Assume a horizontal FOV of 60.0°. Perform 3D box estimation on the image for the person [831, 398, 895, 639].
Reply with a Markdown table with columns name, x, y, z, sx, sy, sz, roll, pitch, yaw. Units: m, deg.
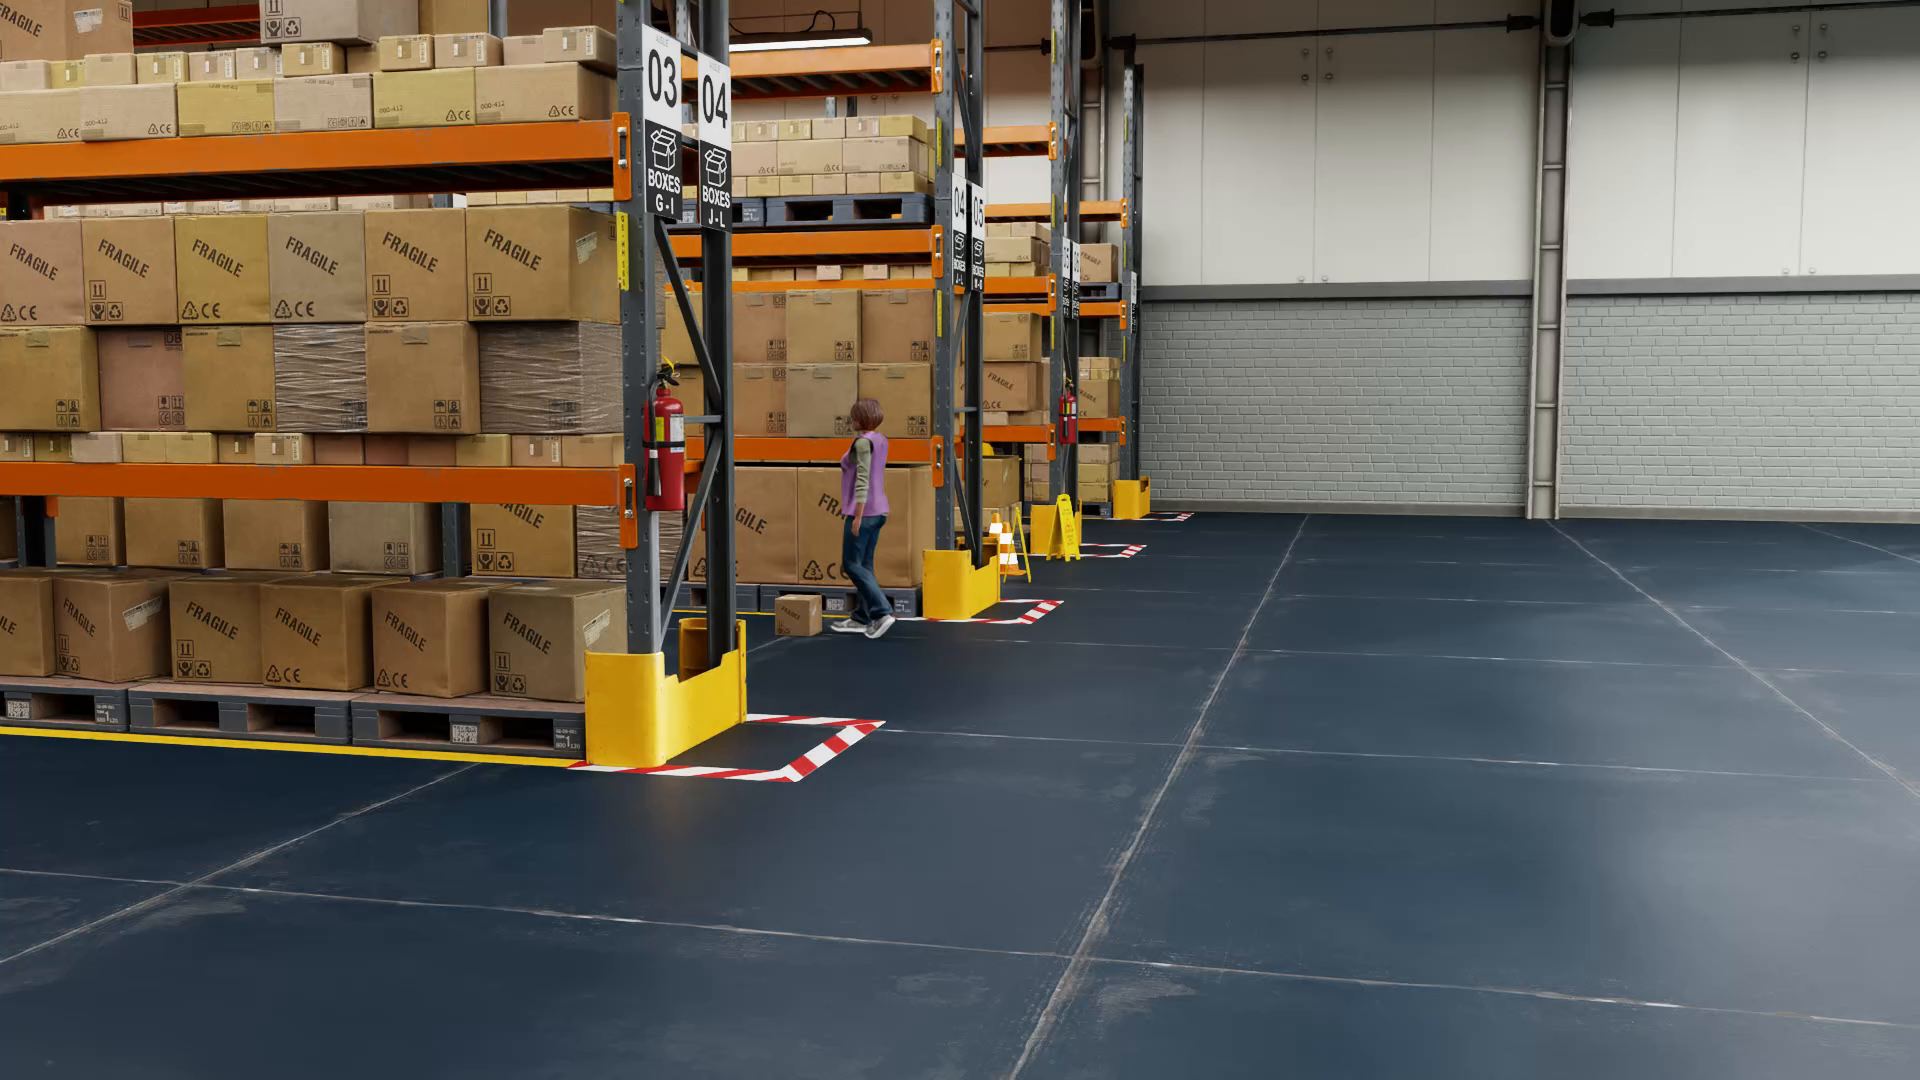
| name | x | y | z | sx | sy | sz | roll | pitch | yaw |
| --- | --- | --- | --- | --- | --- | --- | --- | --- | --- |
| person | -0.635 | -0.154 | 11.158 | 0.540 | 1.600 | 0.444 | 2 | 5 | 21 |
